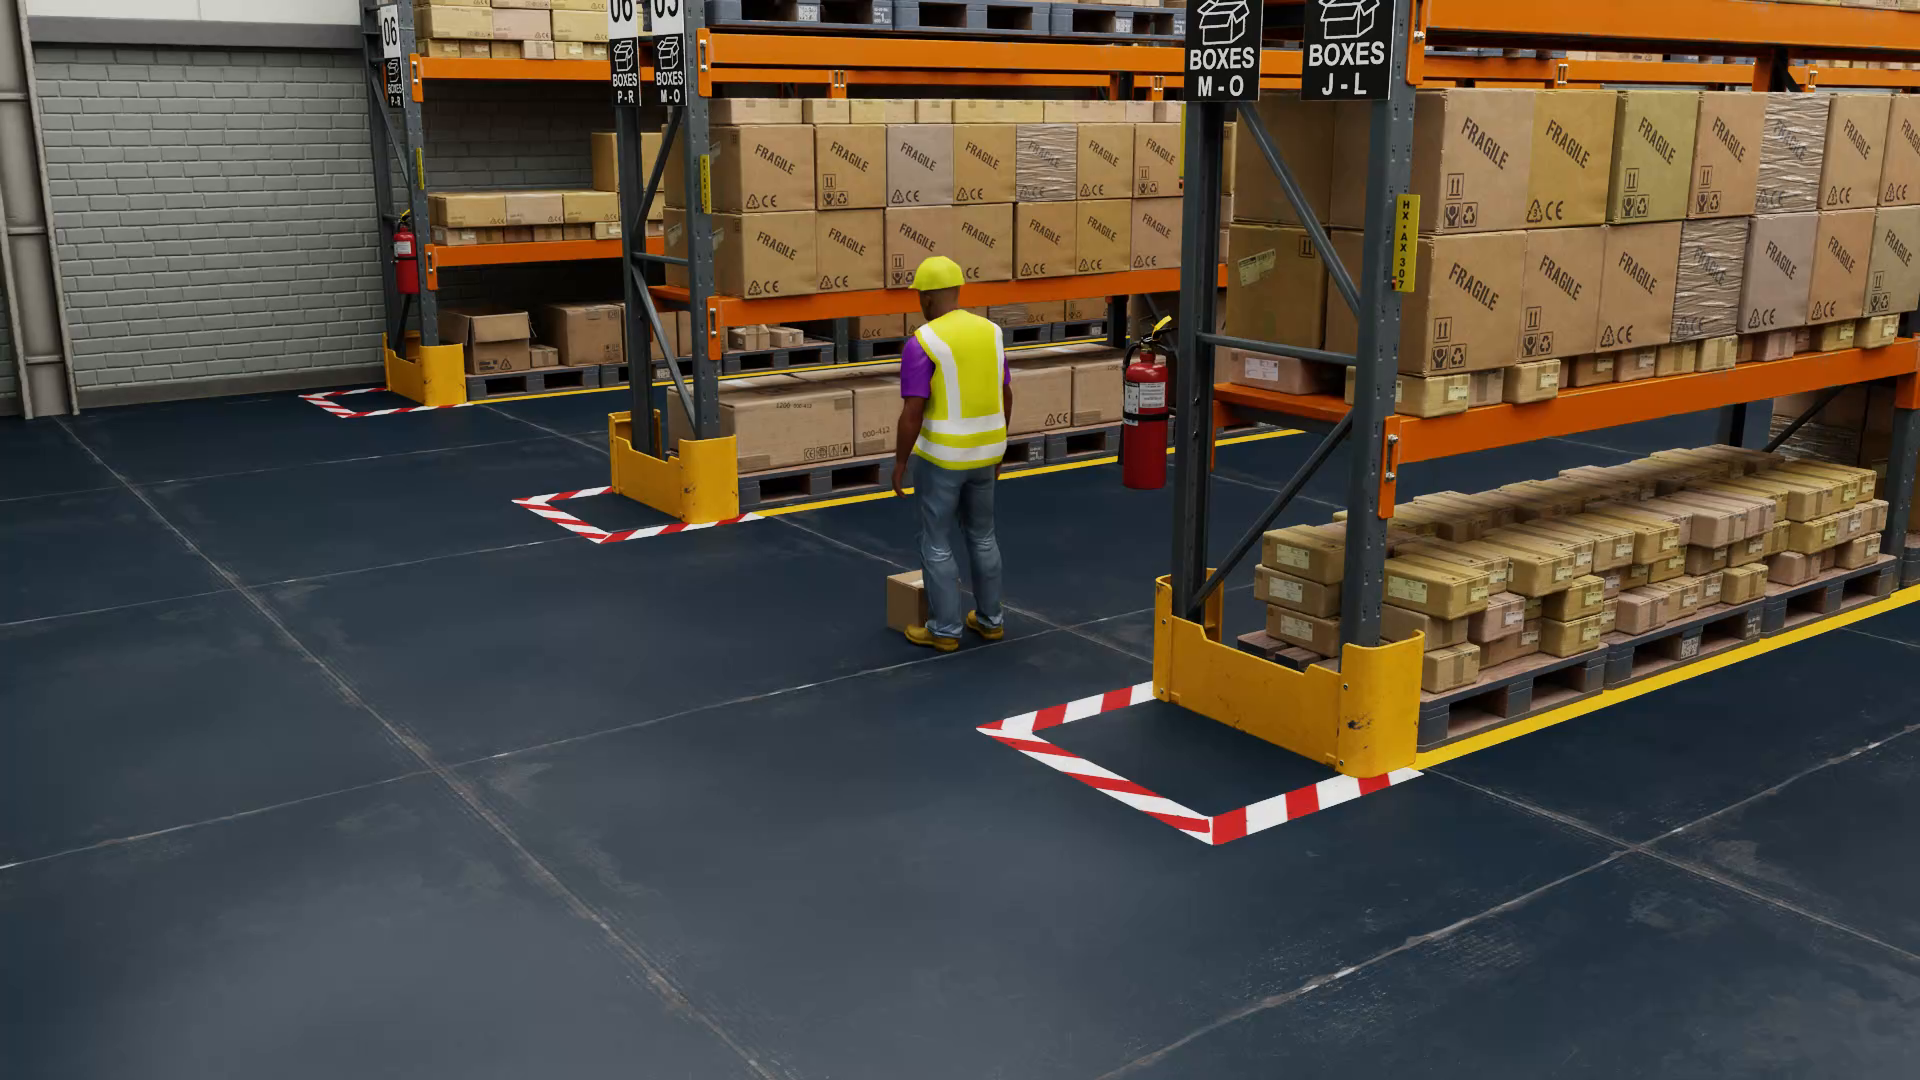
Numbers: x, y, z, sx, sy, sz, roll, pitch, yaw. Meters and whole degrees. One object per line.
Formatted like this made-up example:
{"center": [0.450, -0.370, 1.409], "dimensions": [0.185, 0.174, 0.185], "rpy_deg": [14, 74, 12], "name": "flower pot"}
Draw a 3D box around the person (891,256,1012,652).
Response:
{"center": [-0.038, -0.386, 7.475], "dimensions": [0.635, 1.761, 0.455], "rpy_deg": [-11, 18, -38], "name": "person"}
